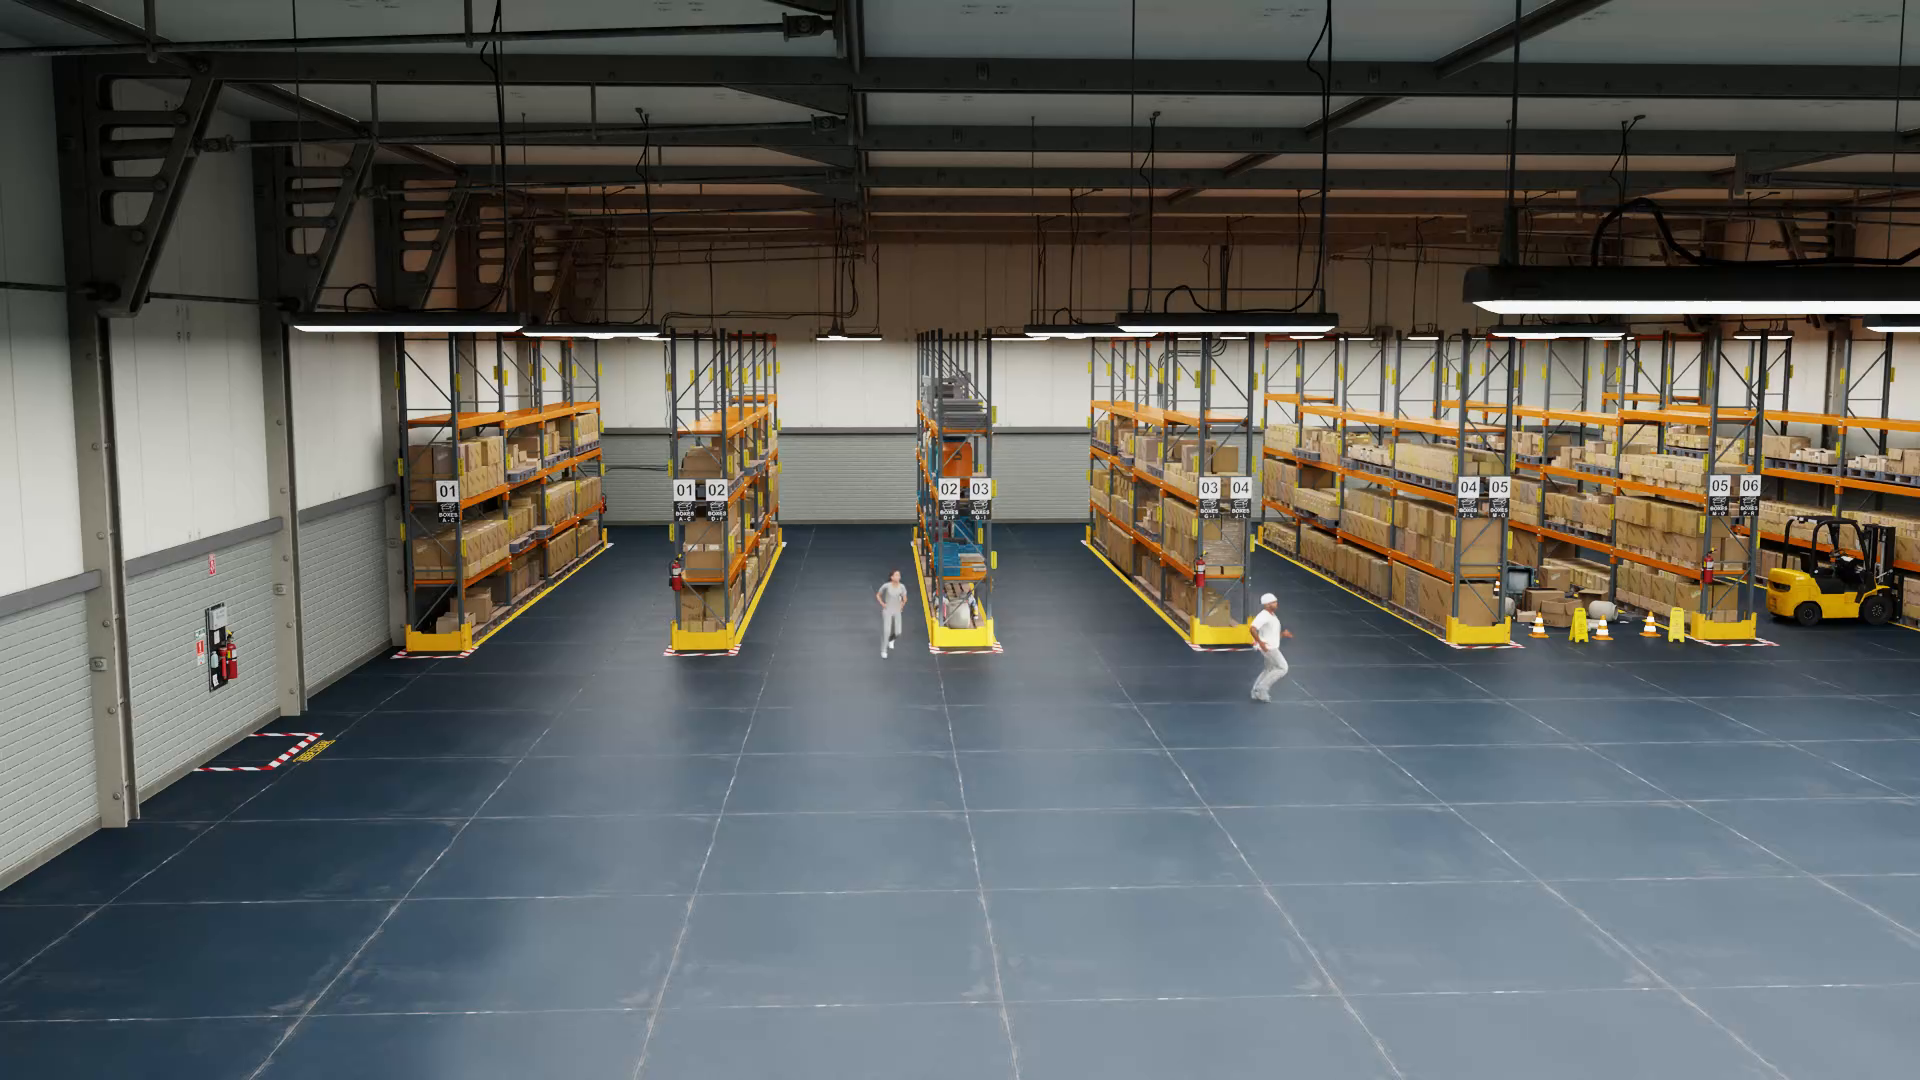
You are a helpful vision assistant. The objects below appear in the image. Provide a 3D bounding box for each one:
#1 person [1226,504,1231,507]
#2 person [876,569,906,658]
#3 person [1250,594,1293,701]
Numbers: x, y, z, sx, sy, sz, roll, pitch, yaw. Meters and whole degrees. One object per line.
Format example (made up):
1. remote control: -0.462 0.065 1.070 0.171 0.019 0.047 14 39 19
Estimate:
1. person: 7.450 -0.695 47.132 0.686 1.821 0.792 1 7 8
2. person: -1.262 1.331 30.725 0.577 1.605 0.608 -2 7 -19
3. person: 4.985 1.717 26.591 0.644 1.724 0.682 2 7 17
